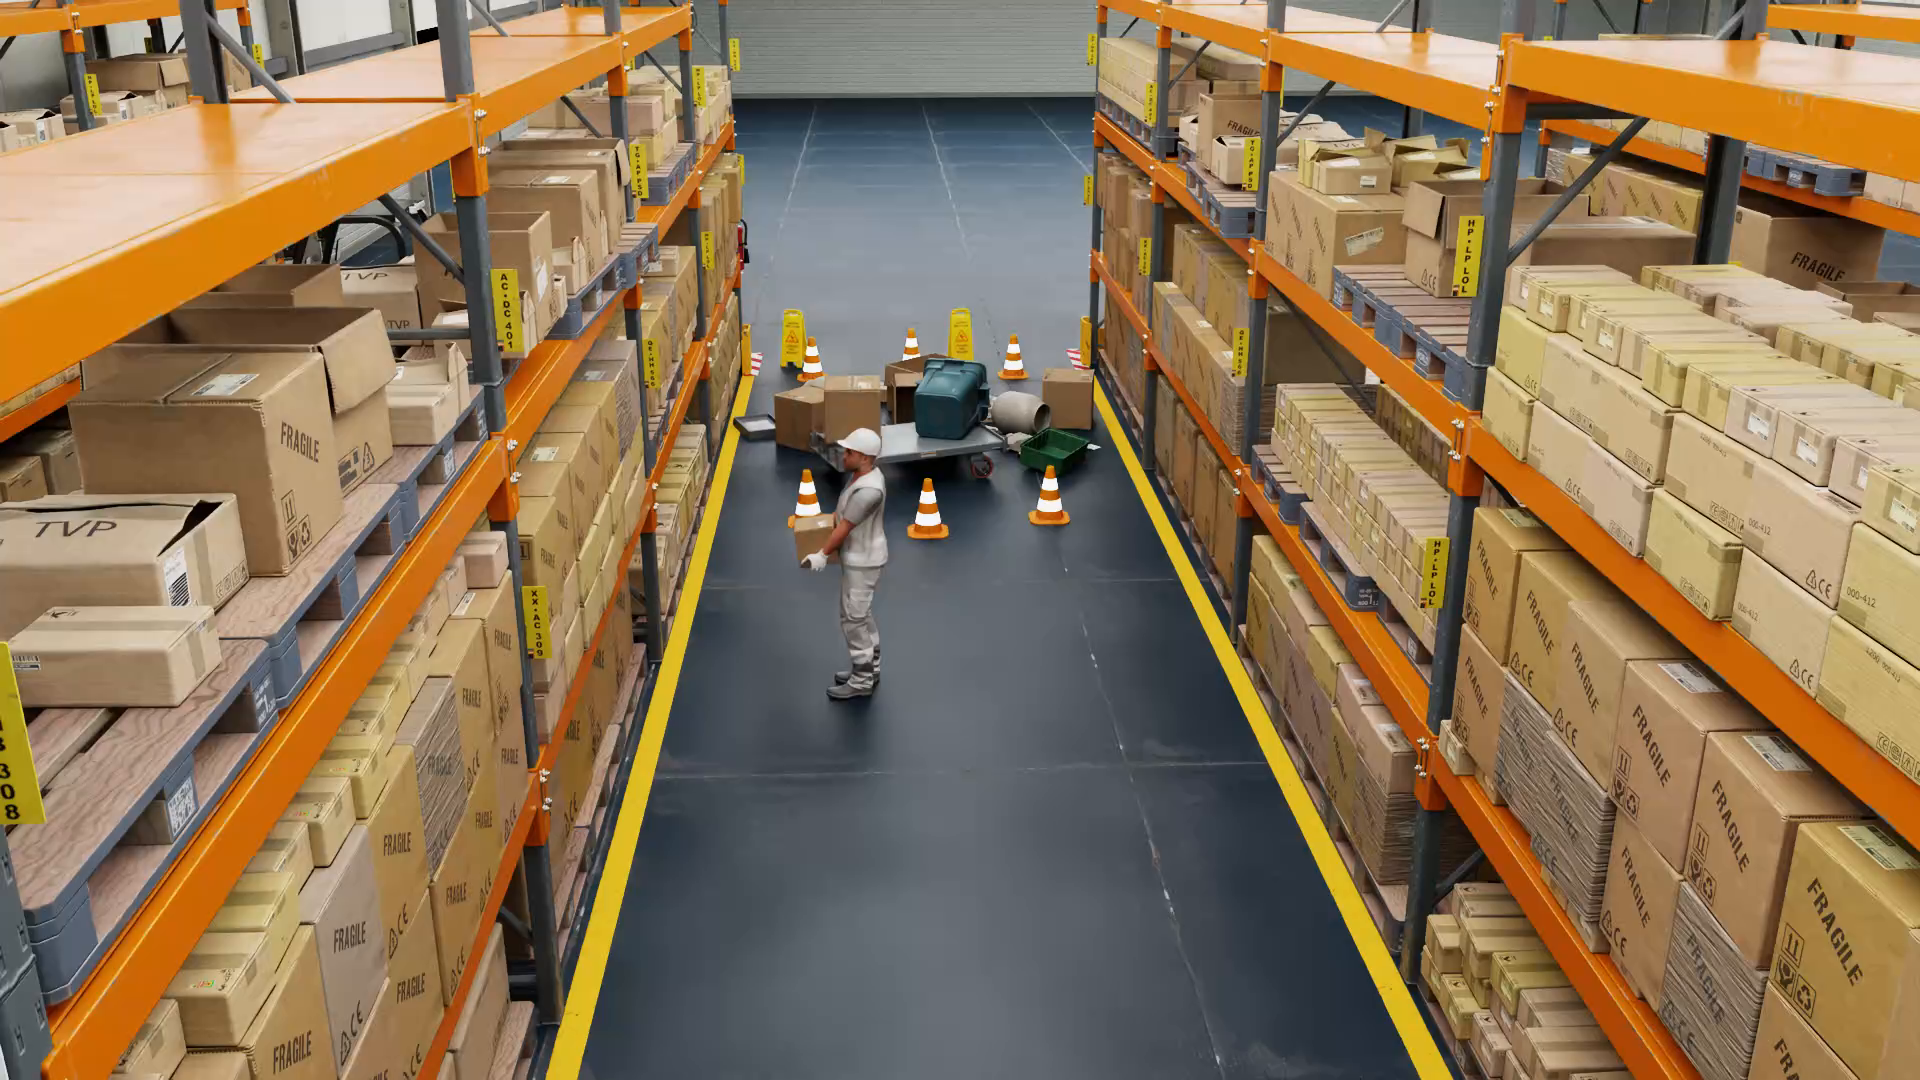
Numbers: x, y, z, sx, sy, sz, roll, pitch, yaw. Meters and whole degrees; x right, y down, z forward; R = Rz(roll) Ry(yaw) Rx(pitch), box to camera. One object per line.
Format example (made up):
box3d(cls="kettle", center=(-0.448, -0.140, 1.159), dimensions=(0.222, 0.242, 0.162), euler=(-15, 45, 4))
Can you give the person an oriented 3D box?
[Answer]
box3d(cls="person", center=(-0.725, 0.151, 10.638), dimensions=(0.560, 1.782, 0.493), euler=(-1, 20, -2))
